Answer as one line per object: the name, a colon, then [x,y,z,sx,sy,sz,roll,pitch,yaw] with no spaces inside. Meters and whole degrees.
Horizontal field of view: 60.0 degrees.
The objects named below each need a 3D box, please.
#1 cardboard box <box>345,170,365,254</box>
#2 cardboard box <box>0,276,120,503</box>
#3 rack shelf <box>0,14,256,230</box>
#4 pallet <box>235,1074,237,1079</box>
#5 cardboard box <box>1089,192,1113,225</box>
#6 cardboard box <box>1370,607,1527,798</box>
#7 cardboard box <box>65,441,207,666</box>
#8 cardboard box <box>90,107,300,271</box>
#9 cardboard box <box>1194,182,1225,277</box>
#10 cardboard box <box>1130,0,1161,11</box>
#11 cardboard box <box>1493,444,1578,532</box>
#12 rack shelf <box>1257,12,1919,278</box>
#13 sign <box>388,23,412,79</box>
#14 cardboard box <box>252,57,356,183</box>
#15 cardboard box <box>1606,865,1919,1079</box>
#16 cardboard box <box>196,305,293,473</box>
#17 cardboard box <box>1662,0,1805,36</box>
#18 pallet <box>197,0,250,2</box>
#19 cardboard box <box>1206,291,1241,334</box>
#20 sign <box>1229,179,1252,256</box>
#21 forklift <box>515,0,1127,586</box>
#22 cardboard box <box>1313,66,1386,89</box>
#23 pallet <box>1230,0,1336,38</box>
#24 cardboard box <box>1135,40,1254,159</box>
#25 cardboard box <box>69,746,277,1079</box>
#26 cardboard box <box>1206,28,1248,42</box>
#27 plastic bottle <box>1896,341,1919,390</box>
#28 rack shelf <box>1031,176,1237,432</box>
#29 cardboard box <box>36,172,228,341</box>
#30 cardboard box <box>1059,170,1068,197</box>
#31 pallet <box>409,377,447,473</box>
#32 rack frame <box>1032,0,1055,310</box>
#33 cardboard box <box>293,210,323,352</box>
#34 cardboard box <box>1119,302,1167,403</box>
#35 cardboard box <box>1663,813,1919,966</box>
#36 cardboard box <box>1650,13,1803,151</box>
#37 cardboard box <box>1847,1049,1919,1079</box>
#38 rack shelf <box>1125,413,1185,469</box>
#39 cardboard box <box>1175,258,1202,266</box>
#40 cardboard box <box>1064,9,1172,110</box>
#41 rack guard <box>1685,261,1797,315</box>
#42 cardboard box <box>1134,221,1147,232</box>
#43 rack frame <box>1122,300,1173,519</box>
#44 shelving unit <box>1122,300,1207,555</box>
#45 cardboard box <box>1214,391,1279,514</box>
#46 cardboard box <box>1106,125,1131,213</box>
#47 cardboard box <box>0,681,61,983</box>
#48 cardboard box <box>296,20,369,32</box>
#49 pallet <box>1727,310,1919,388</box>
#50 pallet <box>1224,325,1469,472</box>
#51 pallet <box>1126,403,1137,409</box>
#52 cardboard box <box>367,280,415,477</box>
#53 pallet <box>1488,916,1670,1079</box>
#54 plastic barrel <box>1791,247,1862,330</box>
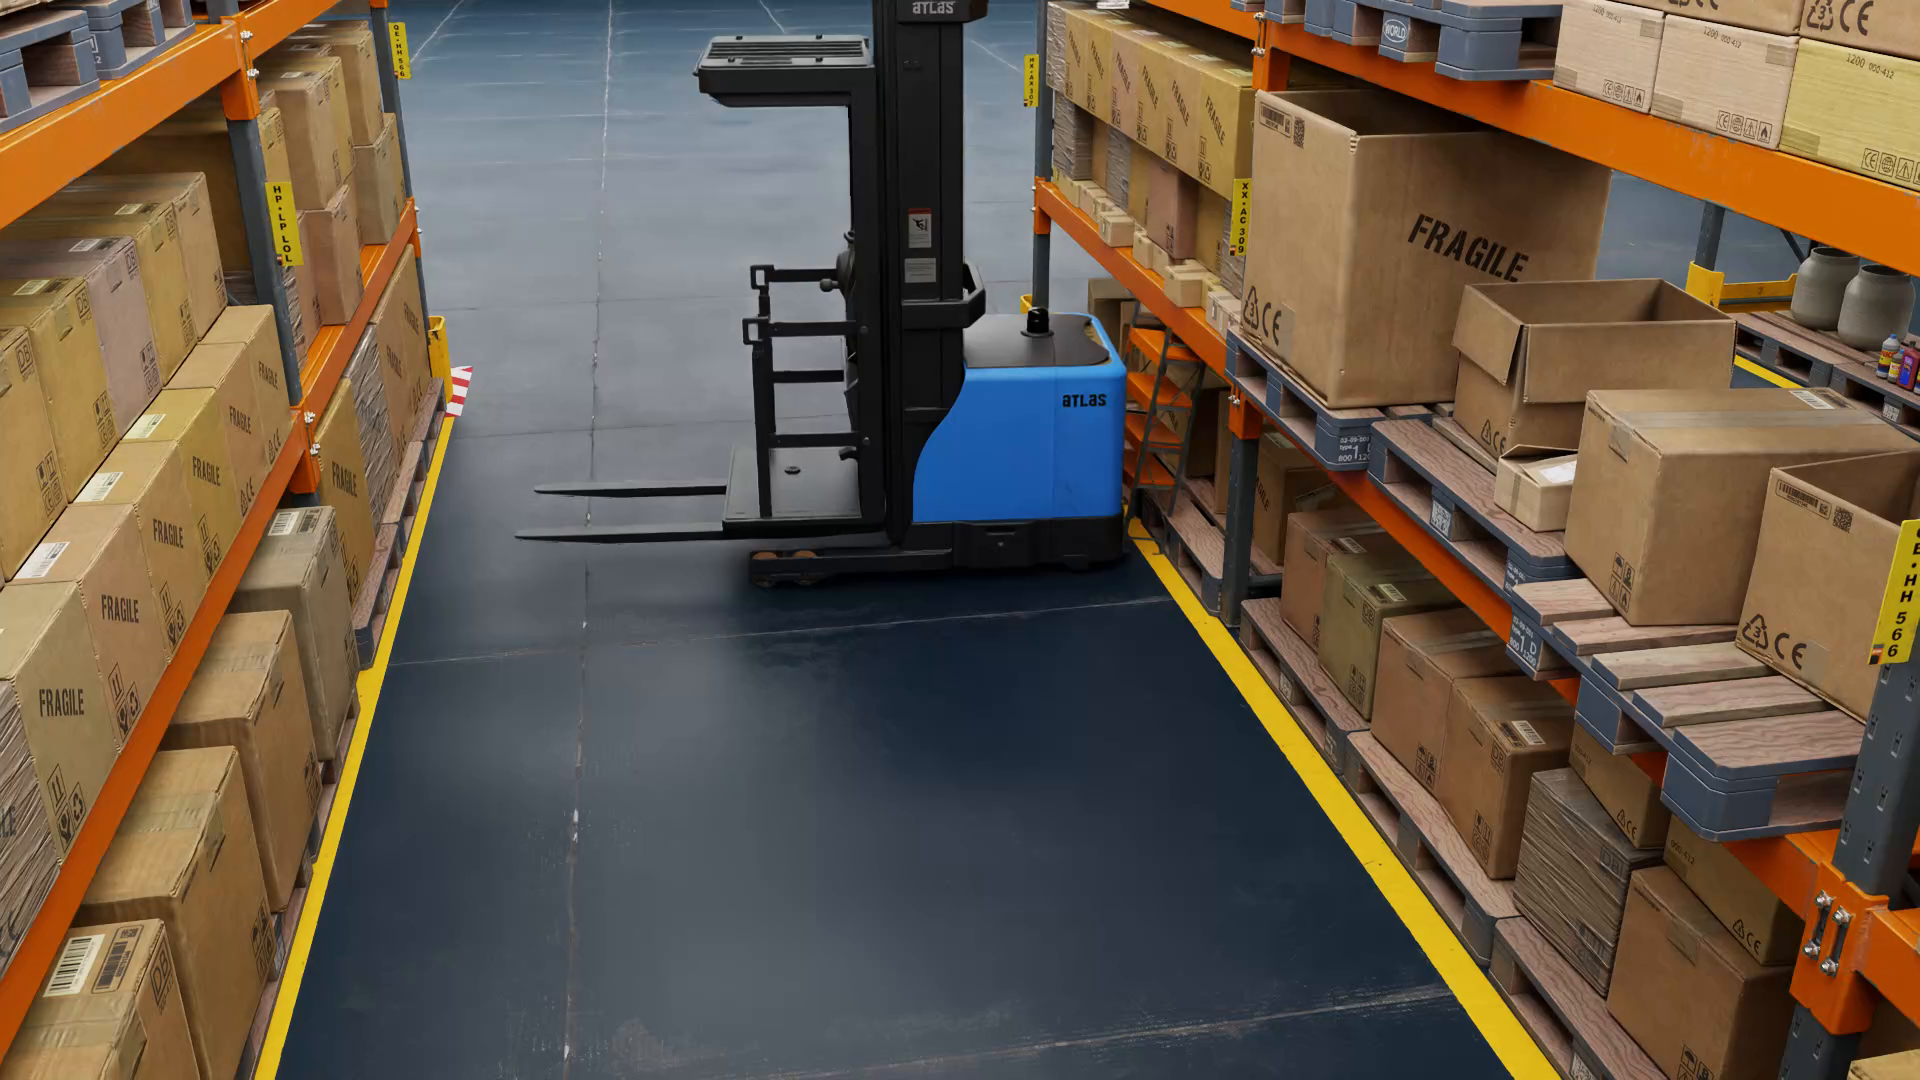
cardboard box: [-3.684,-1.743,8.806,0.875,0.550,0.550,-4,24,-10]
cardboard box: [-2.781,-0.397,4.538,0.700,0.500,0.500,-5,24,-10]
rack shelf: [-2.791,-0.946,4.320,1.077,0.370,4.000,-4,24,-10]
pallet: [-2.492,1.848,4.256,1.003,0.211,1.213,-4,24,-10]
cardboard box: [0.976,-1.949,9.778,0.380,0.149,0.250,-4,24,-10]
cardboard box: [1.999,0.581,6.246,0.700,0.500,0.500,-6,24,-14]
cardboard box: [-2.518,0.049,4.766,0.500,0.500,0.500,-5,24,-10]
cardboard box: [-3.195,-1.399,6.669,0.875,0.550,0.550,-4,24,-10]
cardboard box: [1.652,-1.578,8.119,0.875,0.500,0.500,-4,24,-10]
cardboard box: [1.338,-3.031,10.196,0.500,0.500,0.500,-4,24,-10]
cardboard box: [1.899,-0.209,5.123,0.396,0.266,0.258,-5,24,-11]
rack shelf: [2.103,-1.274,5.069,1.077,0.370,4.000,-4,24,-10]
sign: [-3.364,-2.935,9.980,0.100,0.325,0.005,-4,24,-10]
cardboard box: [-3.481,-2.037,8.130,0.875,0.550,0.500,-4,24,-10]
cardboard box: [2.329,1.240,4.737,0.700,0.500,0.500,-6,24,-13]
cardboard box: [-2.801,-0.548,6.133,0.500,0.500,0.500,-4,24,-10]
cardboard box: [2.033,-1.461,3.851,0.500,0.500,0.500,-4,24,-10]
pallet: [-3.301,-2.344,6.733,1.003,0.211,1.213,-4,24,-10]
cardboard box: [1.367,-1.062,7.748,0.380,0.149,0.250,-4,24,-10]
sign: [1.201,-1.369,7.055,0.100,0.325,0.005,-4,24,-10]
forklift: [-0.721,-1.335,8.144,3.031,2.935,1.130,-2,24,-4]
cardboard box: [1.899,-1.851,7.495,0.500,0.500,0.500,-4,24,-10]
pallet: [1.742,-2.053,6.190,1.213,0.211,1.003,-4,24,-10]
cardboard box: [1.194,-2.206,8.306,0.500,0.500,0.500,-4,24,-10]
cardboard box: [-2.610,1.134,4.692,1.050,0.750,0.750,-4,24,-9]
cardboard box: [1.610,-2.441,8.844,0.500,0.500,0.500,-4,24,-10]
plastic bottle: [5.914,-1.085,10.332,0.061,0.283,0.133,-4,24,-9]
rack shelf: [1.363,-1.472,9.272,1.077,0.370,4.000,-4,24,-10]
cardboard box: [-3.063,-0.997,5.911,0.700,0.500,0.500,-5,24,-11]
cardboard box: [0.839,-2.244,10.454,0.380,0.149,0.250,-4,24,-10]
pallet: [-3.675,-0.675,10.031,1.003,0.211,1.213,-4,24,-10]
rack frame: [0.993,-2.589,10.929,1.000,3.000,0.127,-4,24,-10]
cardboard box: [-3.364,-1.116,7.369,0.875,0.550,0.550,-4,24,-10]
cardboard box: [1.236,-1.156,10.248,0.500,0.500,0.500,2,24,4]
cardboard box: [2.319,0.897,4.585,0.500,0.250,0.500,-3,24,-8]
cardboard box: [2.038,-1.111,3.985,0.500,0.250,0.500,-4,24,-10]
cardboard box: [2.580,1.612,3.441,1.225,0.875,0.875,-5,24,-12]
rack shelf: [0.964,-0.514,8.580,0.258,0.148,0.480,4,23,-15]
cardboard box: [1.308,-1.363,8.437,0.380,0.149,0.250,-4,24,-10]
cardboard box: [0.912,-2.795,9.657,0.500,0.500,0.500,-4,24,-10]
rack guard: [5.921,-1.783,12.208,1.175,0.500,0.348,-4,24,-10]
cardboard box: [1.170,-1.658,9.112,0.380,0.149,0.250,-4,24,-10]
rack frame: [0.923,-0.673,8.773,0.240,1.200,0.015,4,23,-15]
shelving unit: [0.975,-0.576,8.555,0.258,1.200,0.503,4,23,-15]
cardboard box: [1.585,-0.447,8.625,0.500,0.500,0.500,3,24,7]
cardboard box: [1.328,-2.165,9.462,0.875,0.500,0.500,-4,24,-10]
cardboard box: [-2.238,0.643,3.405,0.500,0.500,0.500,-4,24,-9]
cardboard box: [-3.870,-2.676,9.593,0.875,0.550,0.550,-4,24,-10]
pallet: [6.066,-1.331,11.534,1.003,0.211,1.213,-4,24,-10]
pallet: [1.731,-0.616,6.652,1.003,0.211,1.213,-4,24,-10]
pallet: [1.123,-0.959,10.681,1.003,0.211,1.213,-4,24,-10]
cardboard box: [-3.545,-0.872,9.129,0.875,0.875,0.875,-5,24,-11]
pallet: [2.329,1.529,4.987,1.003,0.211,1.213,-4,24,-10]
plastic barrel: [6.057,-1.754,11.603,0.421,0.512,0.421,0,24,0]
